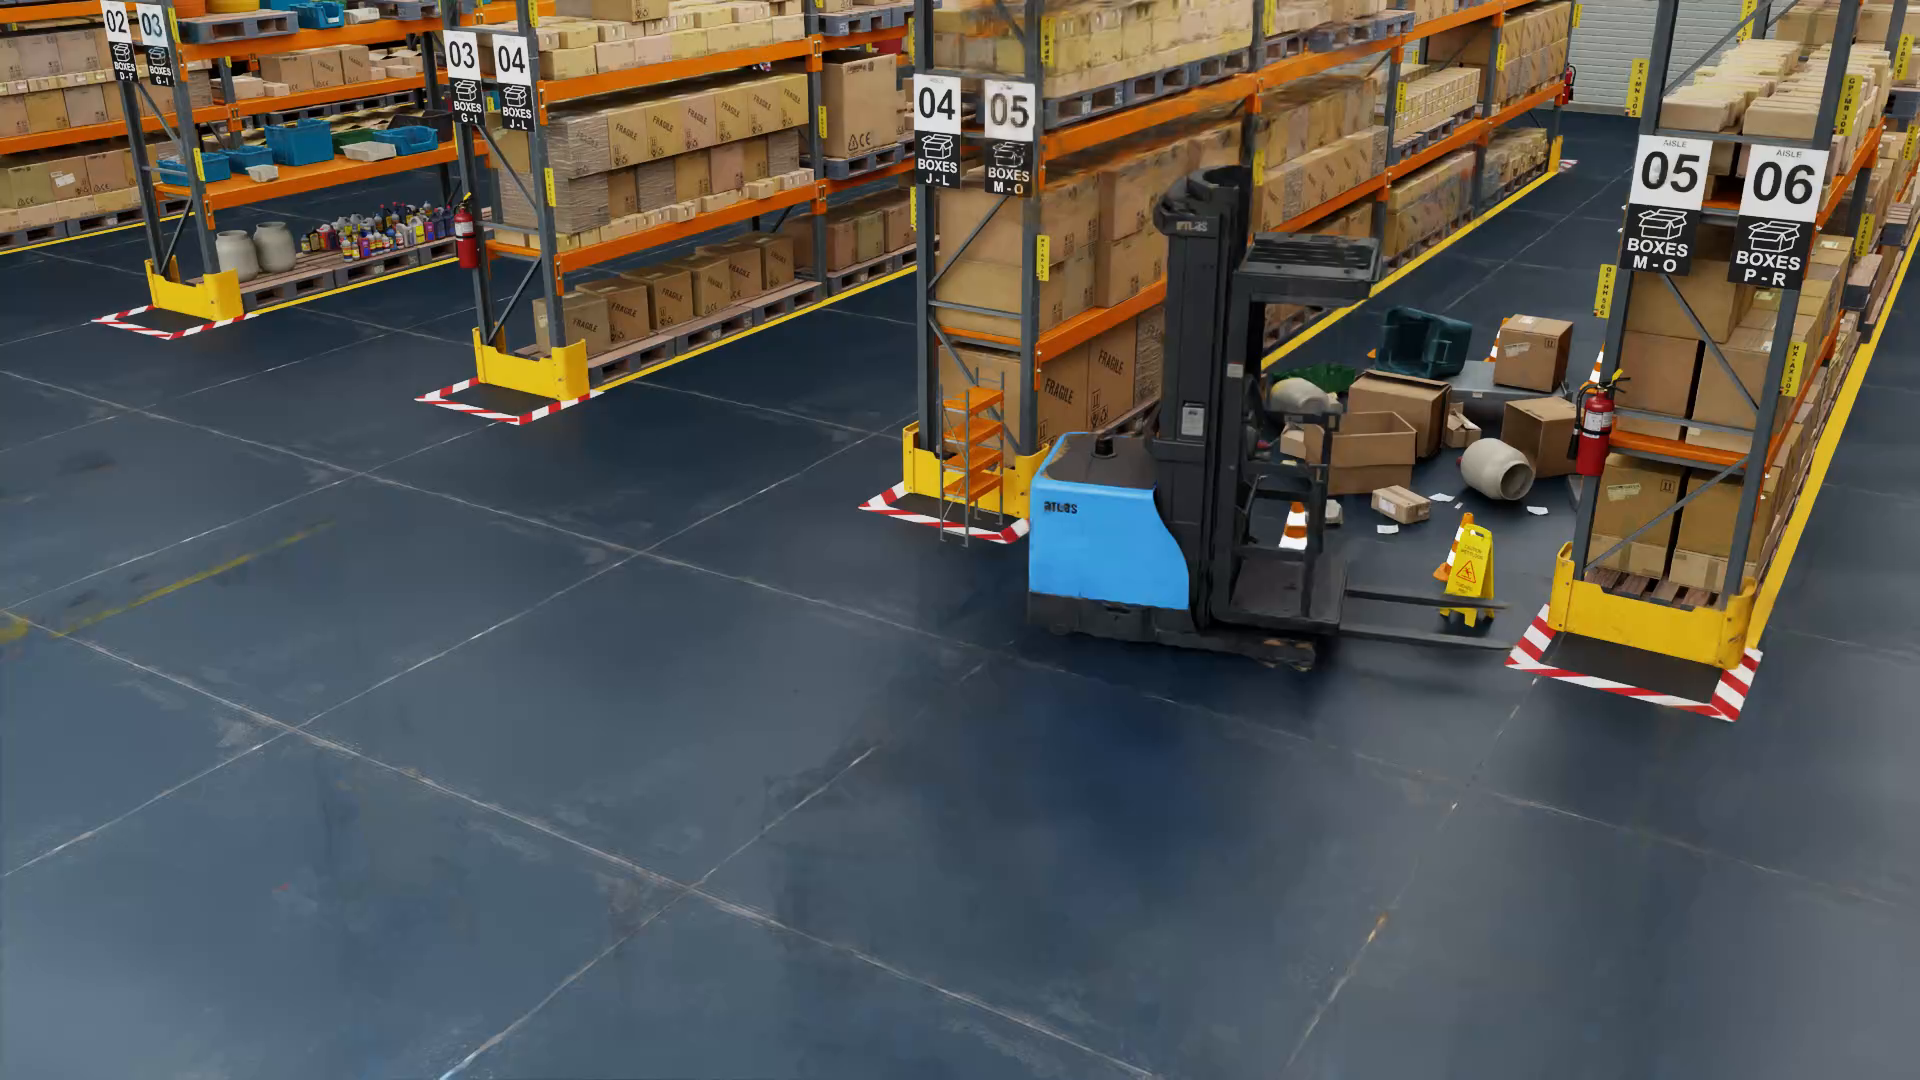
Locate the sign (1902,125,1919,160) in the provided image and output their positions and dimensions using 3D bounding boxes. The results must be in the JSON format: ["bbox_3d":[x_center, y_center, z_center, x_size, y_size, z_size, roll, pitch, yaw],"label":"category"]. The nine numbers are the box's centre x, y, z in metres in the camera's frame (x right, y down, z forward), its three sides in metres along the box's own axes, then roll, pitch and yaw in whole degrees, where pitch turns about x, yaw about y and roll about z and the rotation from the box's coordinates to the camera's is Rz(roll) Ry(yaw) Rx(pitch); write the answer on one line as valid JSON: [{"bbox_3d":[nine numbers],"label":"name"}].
[{"bbox_3d":[9.073,-3.797,15.888,0.100,0.325,0.005,14,27,29],"label":"sign"}]

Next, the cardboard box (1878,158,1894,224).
[{"bbox_3d":[7.786,-3.045,14.479,0.500,0.500,0.500,13,26,27],"label":"cardboard box"}]

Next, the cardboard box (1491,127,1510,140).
[{"bbox_3d":[7.960,-6.050,24.760,0.380,0.149,0.250,14,27,30],"label":"cardboard box"}]

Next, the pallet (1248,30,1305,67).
[{"bbox_3d":[2.680,-4.674,15.737,0.805,0.209,1.217,13,26,27],"label":"pallet"}]

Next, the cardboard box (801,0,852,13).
[{"bbox_3d":[-1.590,-5.894,17.655,0.797,0.503,0.637,12,26,26],"label":"cardboard box"}]

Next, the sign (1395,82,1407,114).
[{"bbox_3d":[4.822,-4.832,18.179,0.100,0.325,0.005,14,27,29],"label":"sign"}]

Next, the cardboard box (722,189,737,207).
[{"bbox_3d":[-2.487,-3.478,16.826,0.380,0.149,0.250,14,27,29],"label":"cardboard box"}]

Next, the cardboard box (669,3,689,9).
[{"bbox_3d":[-2.906,-5.230,16.467,0.380,0.149,0.250,13,27,28],"label":"cardboard box"}]

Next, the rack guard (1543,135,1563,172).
[{"bbox_3d":[8.528,-5.943,25.350,1.175,0.500,0.348,14,27,29],"label":"rack guard"}]

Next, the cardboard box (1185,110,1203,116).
[{"bbox_3d":[3.189,-6.567,25.790,0.875,0.875,0.875,14,27,29],"label":"cardboard box"}]

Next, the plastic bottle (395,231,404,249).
[{"bbox_3d":[-6.624,-3.544,19.629,0.097,0.201,0.097,0,23,0],"label":"plastic bottle"}]

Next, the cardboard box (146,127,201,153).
[{"bbox_3d":[-10.846,-5.401,22.939,0.500,0.500,0.500,14,27,29],"label":"cardboard box"}]

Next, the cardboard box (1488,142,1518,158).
[{"bbox_3d":[7.662,-5.518,23.533,0.380,0.149,0.250,14,27,29],"label":"cardboard box"}]

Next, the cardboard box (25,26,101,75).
[{"bbox_3d":[-11.359,-6.199,21.034,0.700,0.500,0.500,14,27,29],"label":"cardboard box"}]

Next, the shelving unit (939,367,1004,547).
[{"bbox_3d":[0.087,-0.606,12.141,0.258,1.200,0.503,14,27,29],"label":"shelving unit"}]

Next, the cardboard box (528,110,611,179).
[{"bbox_3d":[-3.510,-3.559,14.937,0.500,0.500,0.500,14,27,29],"label":"cardboard box"}]

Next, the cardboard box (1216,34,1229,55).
[{"bbox_3d":[2.050,-4.203,14.070,0.380,0.149,0.250,14,27,30],"label":"cardboard box"}]

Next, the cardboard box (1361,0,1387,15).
[{"bbox_3d":[4.052,-5.575,17.033,0.500,0.311,0.500,14,27,29],"label":"cardboard box"}]

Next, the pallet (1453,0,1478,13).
[{"bbox_3d":[5.498,-6.520,19.995,1.213,0.211,1.003,14,27,29],"label":"pallet"}]

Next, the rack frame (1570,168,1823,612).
[{"bbox_3d":[4.387,-0.713,10.121,1.000,3.000,0.127,14,27,29],"label":"rack frame"}]

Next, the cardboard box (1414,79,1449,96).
[{"bbox_3d":[5.724,-5.500,20.219,0.380,0.149,0.250,13,26,27],"label":"cardboard box"}]

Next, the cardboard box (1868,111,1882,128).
[{"bbox_3d":[6.590,-3.153,12.299,0.380,0.149,0.250,14,27,29],"label":"cardboard box"}]

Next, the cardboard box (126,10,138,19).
[{"bbox_3d":[-13.314,-8.265,26.888,0.700,0.500,0.500,14,27,29],"label":"cardboard box"}]

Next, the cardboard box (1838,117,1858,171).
[{"bbox_3d":[5.153,-2.439,10.146,0.500,0.250,0.500,13,27,28],"label":"cardboard box"}]

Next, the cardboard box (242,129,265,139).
[{"bbox_3d":[-10.097,-5.779,24.049,0.500,0.311,0.500,15,27,30],"label":"cardboard box"}]

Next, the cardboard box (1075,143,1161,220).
[{"bbox_3d":[1.149,-2.969,13.785,0.875,0.550,0.500,14,27,29],"label":"cardboard box"}]

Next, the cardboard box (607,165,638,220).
[{"bbox_3d":[-3.557,-3.346,15.702,0.875,0.500,0.500,14,27,29],"label":"cardboard box"}]

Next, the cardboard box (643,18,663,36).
[{"bbox_3d":[-2.975,-4.756,15.373,0.380,0.149,0.250,13,26,27],"label":"cardboard box"}]

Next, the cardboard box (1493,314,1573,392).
[{"bbox_3d":[4.969,-1.626,14.424,0.500,0.500,0.500,14,27,29],"label":"cardboard box"}]

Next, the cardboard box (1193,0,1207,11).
[{"bbox_3d":[1.783,-4.399,13.519,0.380,0.149,0.250,14,27,29],"label":"cardboard box"}]

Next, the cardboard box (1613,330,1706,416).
[{"bbox_3d":[4.440,-1.136,10.598,0.500,0.500,0.500,13,27,28],"label":"cardboard box"}]

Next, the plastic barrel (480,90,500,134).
[{"bbox_3d":[-5.669,-5.474,20.489,0.600,0.901,0.708,14,27,29],"label":"plastic barrel"}]

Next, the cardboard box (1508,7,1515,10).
[{"bbox_3d":[7.552,-7.319,23.622,0.500,0.500,0.500,13,27,28],"label":"cardboard box"}]

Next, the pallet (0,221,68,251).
[{"bbox_3d":[-12.078,-3.854,20.887,1.003,0.211,1.213,14,27,29],"label":"pallet"}]

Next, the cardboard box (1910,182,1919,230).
[{"bbox_3d":[11.611,-4.271,21.038,0.875,0.438,0.875,13,27,27],"label":"cardboard box"}]

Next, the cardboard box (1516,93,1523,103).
[{"bbox_3d":[7.539,-6.132,22.956,0.380,0.149,0.250,15,28,31],"label":"cardboard box"}]

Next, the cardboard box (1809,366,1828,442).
[{"bbox_3d":[6.413,-1.082,12.962,0.500,0.500,0.500,13,27,28],"label":"cardboard box"}]

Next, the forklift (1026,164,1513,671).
[{"bbox_3d":[2.004,-0.764,10.326,3.031,2.935,1.130,6,24,14],"label":"forklift"}]

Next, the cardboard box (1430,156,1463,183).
[{"bbox_3d":[5.998,-4.681,20.960,0.500,0.250,0.500,15,28,31],"label":"cardboard box"}]

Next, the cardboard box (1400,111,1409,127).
[{"bbox_3d":[4.915,-4.843,19.075,0.380,0.149,0.250,15,28,31],"label":"cardboard box"}]

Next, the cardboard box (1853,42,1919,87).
[{"bbox_3d":[7.146,-3.676,12.851,0.500,0.250,0.500,13,27,28],"label":"cardboard box"}]

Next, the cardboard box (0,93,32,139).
[{"bbox_3d":[-11.916,-5.246,20.466,0.700,0.500,0.500,15,27,30],"label":"cardboard box"}]

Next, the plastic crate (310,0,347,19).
[{"bbox_3d":[-7.193,-5.981,18.782,0.336,0.188,0.450,14,27,29],"label":"plastic crate"}]

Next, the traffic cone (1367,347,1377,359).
[{"bbox_3d":[4.229,-2.038,16.375,0.336,0.463,0.334,14,27,29],"label":"traffic cone"}]

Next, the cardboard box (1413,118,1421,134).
[{"bbox_3d":[5.181,-4.875,19.524,0.380,0.149,0.250,15,28,31],"label":"cardboard box"}]

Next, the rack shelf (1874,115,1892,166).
[{"bbox_3d":[7.552,-3.784,14.345,1.077,0.370,4.000,14,27,29],"label":"rack shelf"}]

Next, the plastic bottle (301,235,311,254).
[{"bbox_3d":[-7.643,-3.457,19.428,0.097,0.201,0.097,0,23,0],"label":"plastic bottle"}]

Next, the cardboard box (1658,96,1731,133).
[{"bbox_3d":[4.315,-2.516,9.823,0.380,0.149,0.250,14,27,29],"label":"cardboard box"}]

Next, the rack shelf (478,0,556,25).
[{"bbox_3d":[-5.075,-6.899,21.540,1.077,0.370,4.000,14,27,29],"label":"rack shelf"}]

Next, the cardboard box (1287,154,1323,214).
[{"bbox_3d":[3.276,-3.572,16.599,0.500,0.500,0.500,14,27,29],"label":"cardboard box"}]

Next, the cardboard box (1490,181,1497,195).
[{"bbox_3d":[7.064,-4.796,22.612,0.380,0.149,0.250,15,27,30],"label":"cardboard box"}]

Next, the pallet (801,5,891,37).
[{"bbox_3d":[-1.506,-5.616,17.907,1.213,0.211,1.003,14,27,29],"label":"pallet"}]

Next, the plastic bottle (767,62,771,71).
[{"bbox_3d":[-2.823,-6.970,24.737,0.097,0.271,0.097,0,23,0],"label":"plastic bottle"}]

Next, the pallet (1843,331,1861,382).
[{"bbox_3d":[8.194,-1.870,16.303,1.003,0.211,1.213,14,27,29],"label":"pallet"}]

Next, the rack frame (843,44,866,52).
[{"bbox_3d":[-1.910,-7.877,26.671,1.000,3.000,0.127,14,27,29],"label":"rack frame"}]

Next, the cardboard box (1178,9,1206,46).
[{"bbox_3d":[1.665,-4.190,13.537,0.500,0.250,0.500,14,27,29],"label":"cardboard box"}]

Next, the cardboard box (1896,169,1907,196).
[{"bbox_3d":[9.617,-3.809,17.462,0.500,0.250,0.500,15,28,31],"label":"cardboard box"}]
